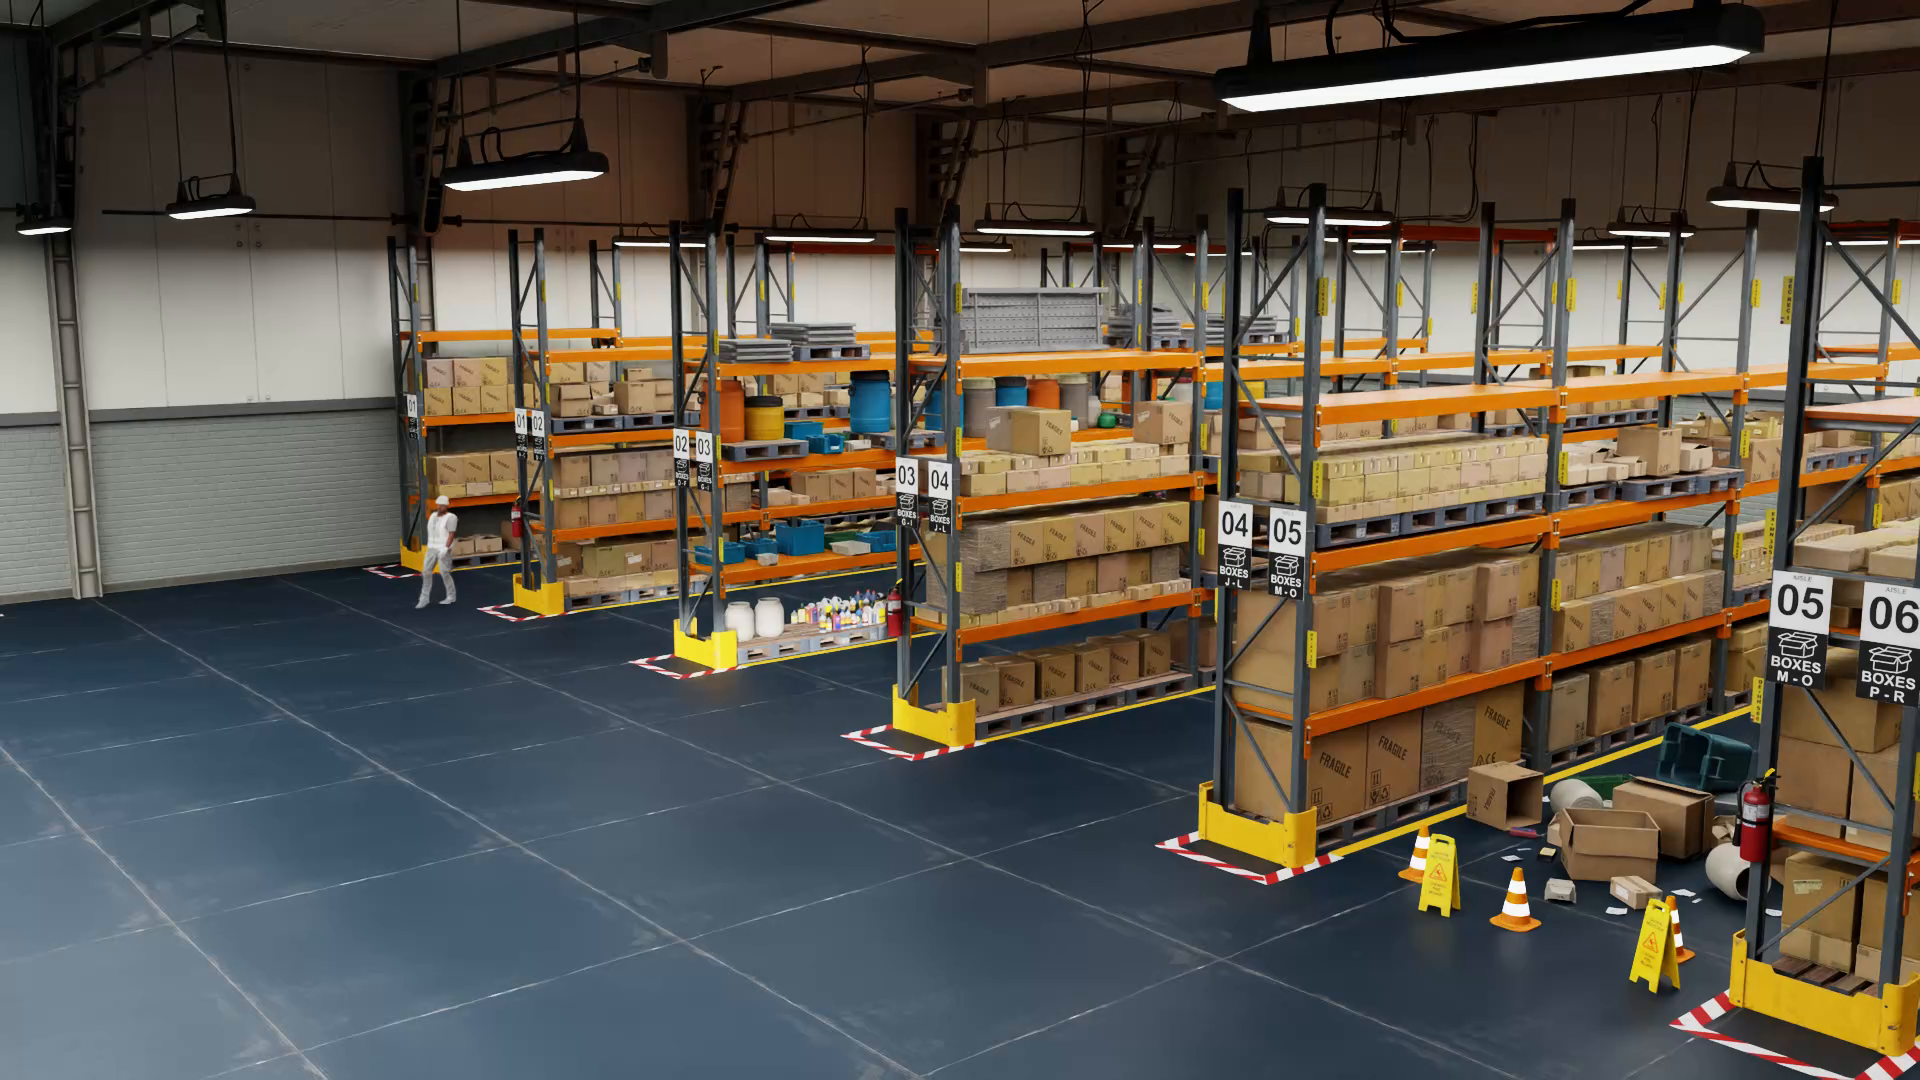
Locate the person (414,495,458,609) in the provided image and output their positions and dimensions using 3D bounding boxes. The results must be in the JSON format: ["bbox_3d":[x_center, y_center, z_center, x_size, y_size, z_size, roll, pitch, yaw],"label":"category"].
[{"bbox_3d":[-8.452,0.202,26.769,0.569,1.814,0.680,4,10,24],"label":"person"}]

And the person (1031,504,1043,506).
[{"bbox_3d":[1.194,0.147,25.068,0.538,1.718,1.077,4,10,24],"label":"person"}]

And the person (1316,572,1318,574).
[{"bbox_3d":[4.276,1.150,20.806,0.908,1.635,0.526,-6,10,-32],"label":"person"}]
